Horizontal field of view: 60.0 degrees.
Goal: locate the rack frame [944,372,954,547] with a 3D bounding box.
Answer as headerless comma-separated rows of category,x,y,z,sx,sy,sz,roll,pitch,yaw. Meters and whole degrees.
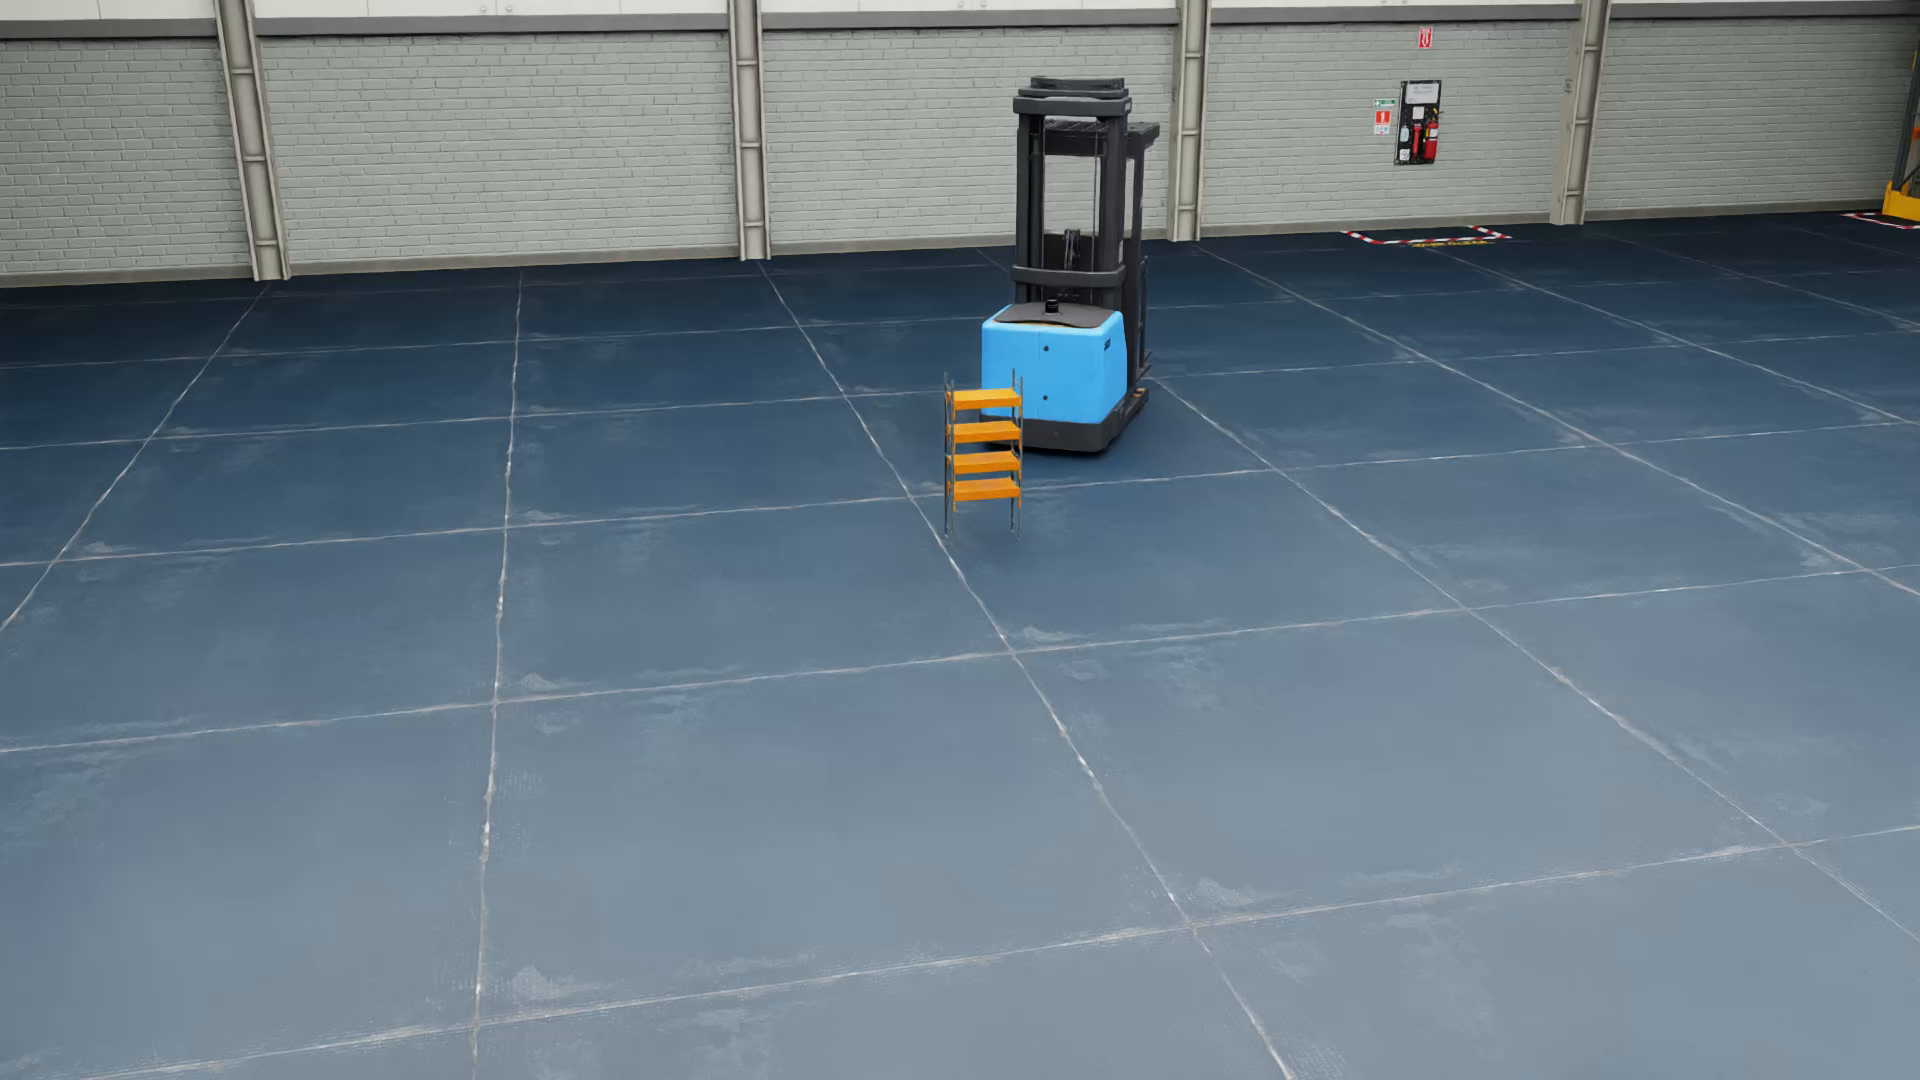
rack frame,-0.076,-0.557,11.591,0.015,1.200,0.240,-5,21,-12

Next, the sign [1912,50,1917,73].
sign,14.208,-7.103,24.701,0.005,0.325,0.100,-5,21,-12

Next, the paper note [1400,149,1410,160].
paper note,6.358,-5.506,23.765,0.142,0.148,0.016,-5,21,-12

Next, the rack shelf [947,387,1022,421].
rack shelf,0.161,-0.945,11.509,0.480,0.148,0.258,-5,21,-12

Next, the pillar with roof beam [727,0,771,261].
pillar with roof beam,-1.728,-6.520,16.529,0.400,9.000,9.100,-5,21,-12

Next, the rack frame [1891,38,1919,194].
rack frame,14.317,-6.223,24.443,0.127,3.000,1.000,-5,21,-12

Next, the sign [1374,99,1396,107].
sign,5.991,-6.164,23.459,0.331,0.109,0.001,-5,21,-12

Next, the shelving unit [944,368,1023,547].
shelving unit,0.161,-0.576,11.644,0.503,1.200,0.258,-5,21,-12

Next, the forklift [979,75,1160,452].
forklift,1.091,-2.567,14.562,1.130,2.935,3.031,6,21,16

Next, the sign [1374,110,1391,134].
sign,5.984,-5.918,23.557,0.234,0.329,0.001,-5,21,-12

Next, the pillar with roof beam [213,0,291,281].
pillar with roof beam,-7.567,-6.045,15.233,0.400,9.000,9.100,-5,21,-12

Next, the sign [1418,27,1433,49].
sign,6.515,-7.032,23.279,0.199,0.298,0.001,-5,21,-12

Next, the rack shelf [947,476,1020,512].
rack shelf,0.161,-0.327,11.735,0.480,0.148,0.258,-5,21,-12

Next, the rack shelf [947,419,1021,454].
rack shelf,0.161,-0.723,11.590,0.480,0.148,0.258,-5,21,-12

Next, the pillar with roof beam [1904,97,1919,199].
pillar with roof beam,15.789,-7.944,20.419,0.400,9.000,9.100,-5,21,-12

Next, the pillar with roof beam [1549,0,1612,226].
pillar with roof beam,9.950,-7.469,19.122,0.400,9.000,9.100,-5,21,-12

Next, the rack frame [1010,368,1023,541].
rack frame,0.399,-0.596,11.697,0.015,1.200,0.240,-5,21,-12

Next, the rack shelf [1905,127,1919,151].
rack shelf,16.263,-6.044,24.999,4.000,0.370,1.077,-5,21,-12

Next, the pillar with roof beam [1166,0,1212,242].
pillar with roof beam,4.111,-6.994,17.826,0.400,9.000,9.100,-5,21,-12

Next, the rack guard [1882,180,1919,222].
rack guard,14.391,-5.056,24.889,0.348,0.500,1.175,-5,21,-12

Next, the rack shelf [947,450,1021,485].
rack shelf,0.161,-0.513,11.667,0.480,0.148,0.258,-5,21,-12

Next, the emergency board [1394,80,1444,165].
emergency board,6.546,-5.911,23.589,0.643,1.169,0.194,-5,21,-12
